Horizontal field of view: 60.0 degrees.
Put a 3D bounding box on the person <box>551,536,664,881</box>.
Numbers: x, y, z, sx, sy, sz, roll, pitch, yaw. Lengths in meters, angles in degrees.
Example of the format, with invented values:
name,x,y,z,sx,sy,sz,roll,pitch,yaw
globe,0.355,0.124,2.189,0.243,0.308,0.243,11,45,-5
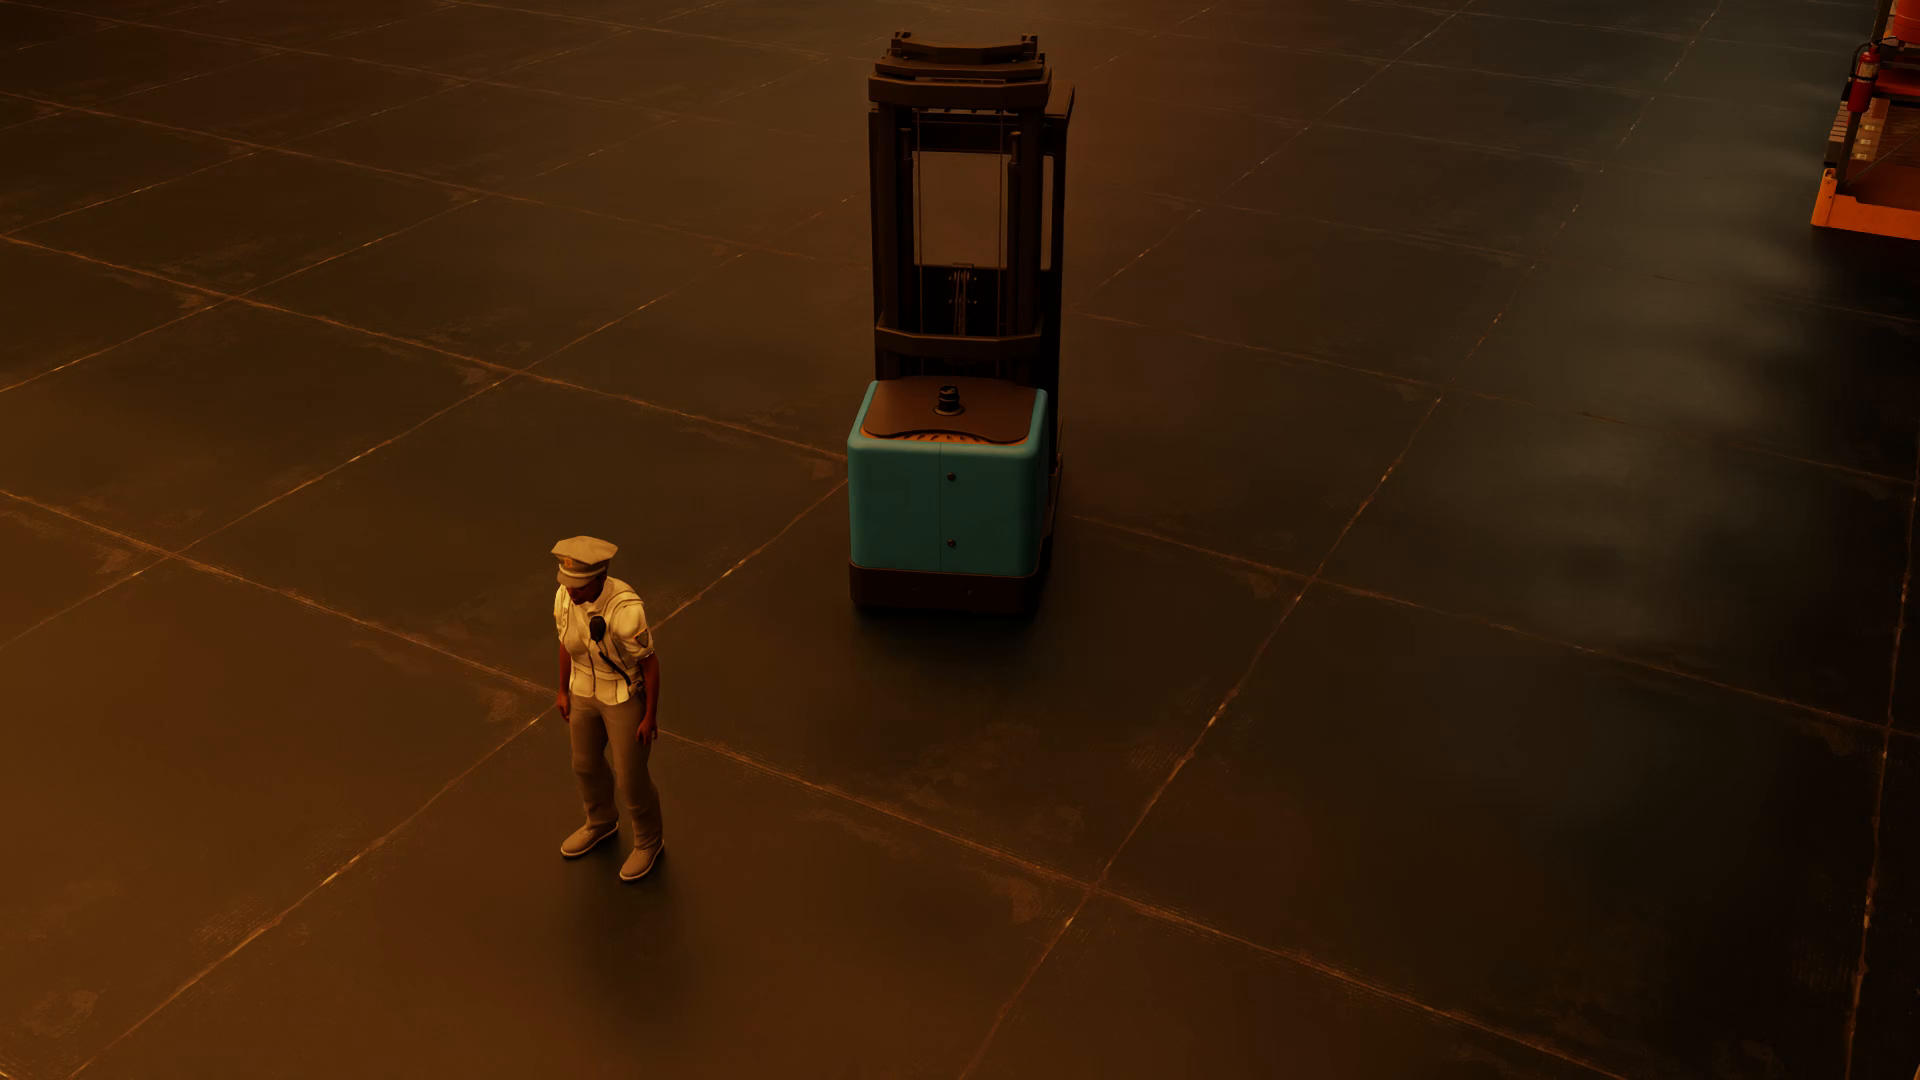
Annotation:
name,x,y,z,sx,sy,sz,roll,pitch,yaw
person,-1.519,0.694,7.139,0.532,1.662,0.395,14,33,23

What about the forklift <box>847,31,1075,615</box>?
name,x,y,z,sx,sy,sz,roll,pitch,yaw
forklift,0.072,-1.572,9.794,1.130,2.935,3.031,3,30,6
